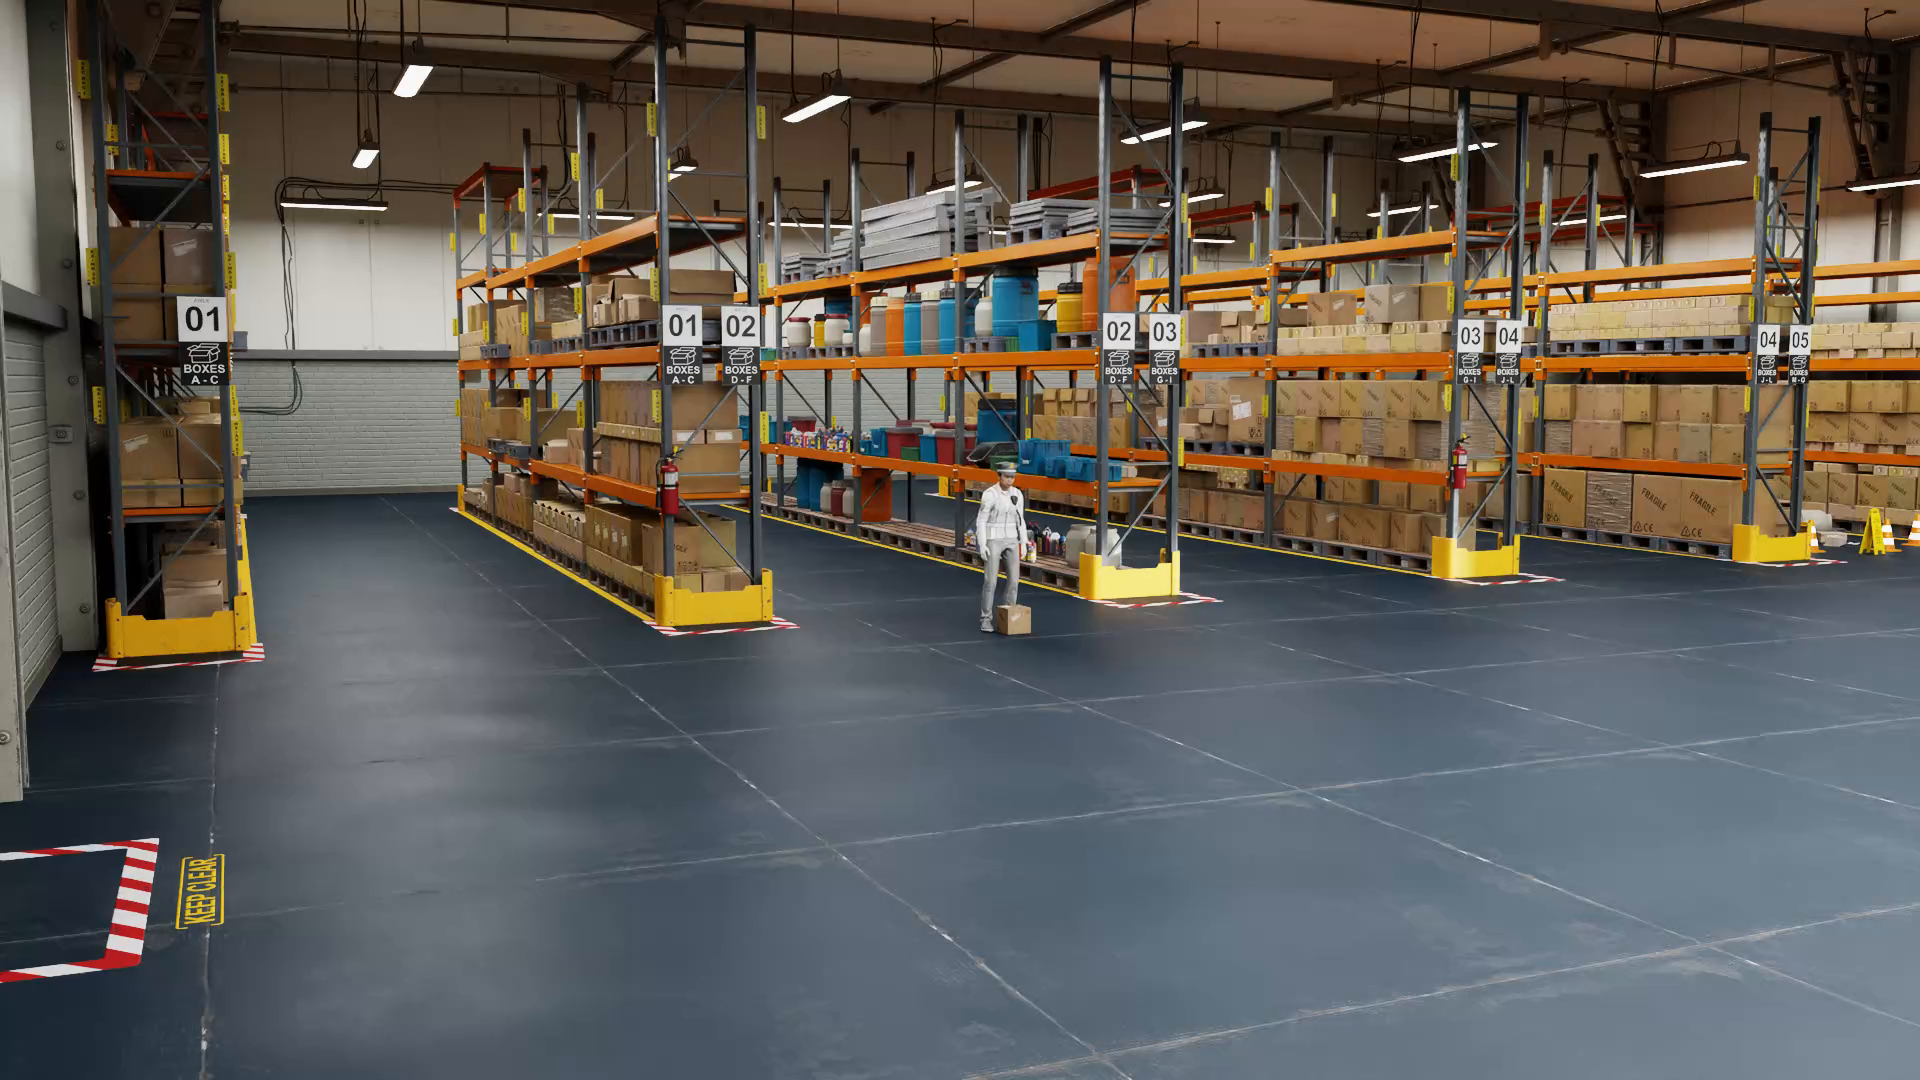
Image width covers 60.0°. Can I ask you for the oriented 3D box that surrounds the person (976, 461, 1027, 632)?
[{"bbox_3d":[0.423,0.056,16.398,0.530,1.664,0.403,-2,6,-23],"label":"person"}]
